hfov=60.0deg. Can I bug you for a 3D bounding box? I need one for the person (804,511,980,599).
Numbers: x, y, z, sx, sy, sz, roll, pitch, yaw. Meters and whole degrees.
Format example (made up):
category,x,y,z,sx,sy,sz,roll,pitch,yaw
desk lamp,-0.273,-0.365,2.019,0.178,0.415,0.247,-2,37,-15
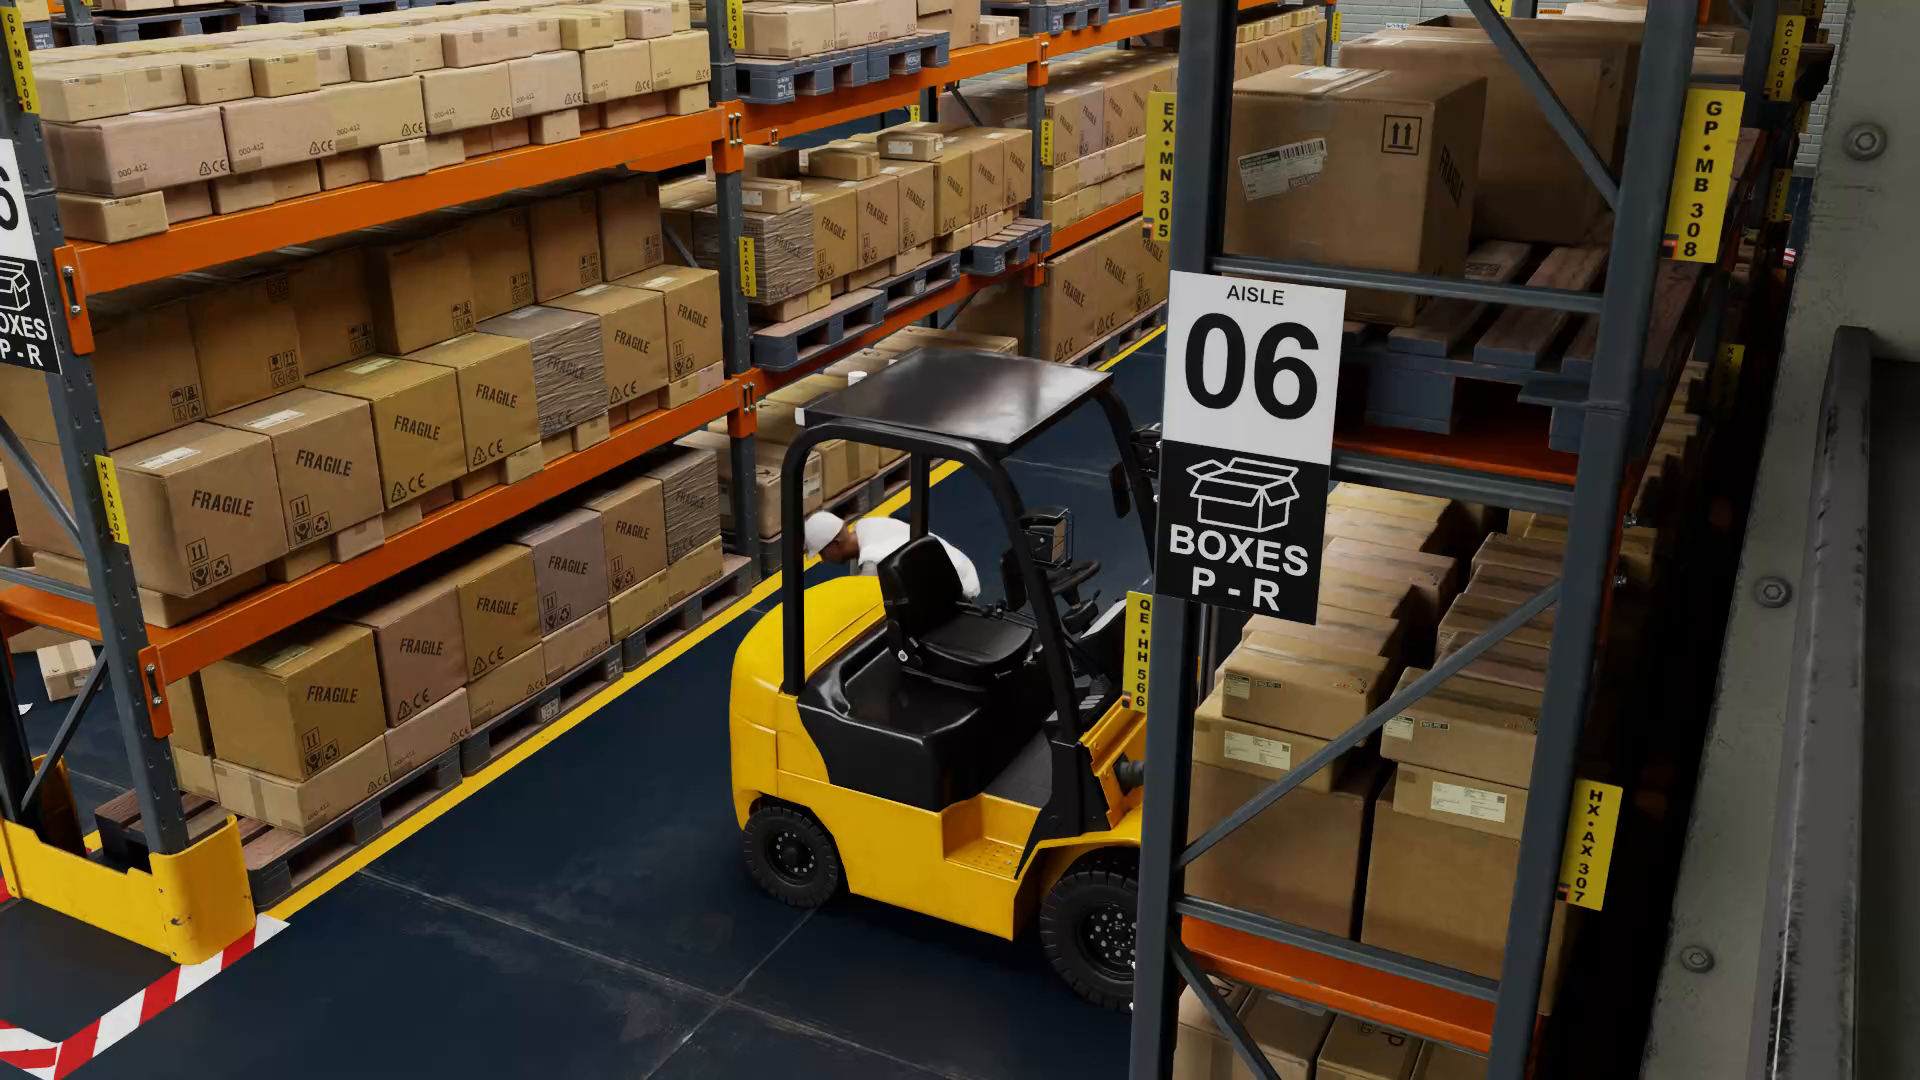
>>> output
category,x,y,z,sx,sy,sz,roll,pitch,yaw
person,-0.347,0.295,8.617,0.900,0.975,0.574,-1,23,-2
